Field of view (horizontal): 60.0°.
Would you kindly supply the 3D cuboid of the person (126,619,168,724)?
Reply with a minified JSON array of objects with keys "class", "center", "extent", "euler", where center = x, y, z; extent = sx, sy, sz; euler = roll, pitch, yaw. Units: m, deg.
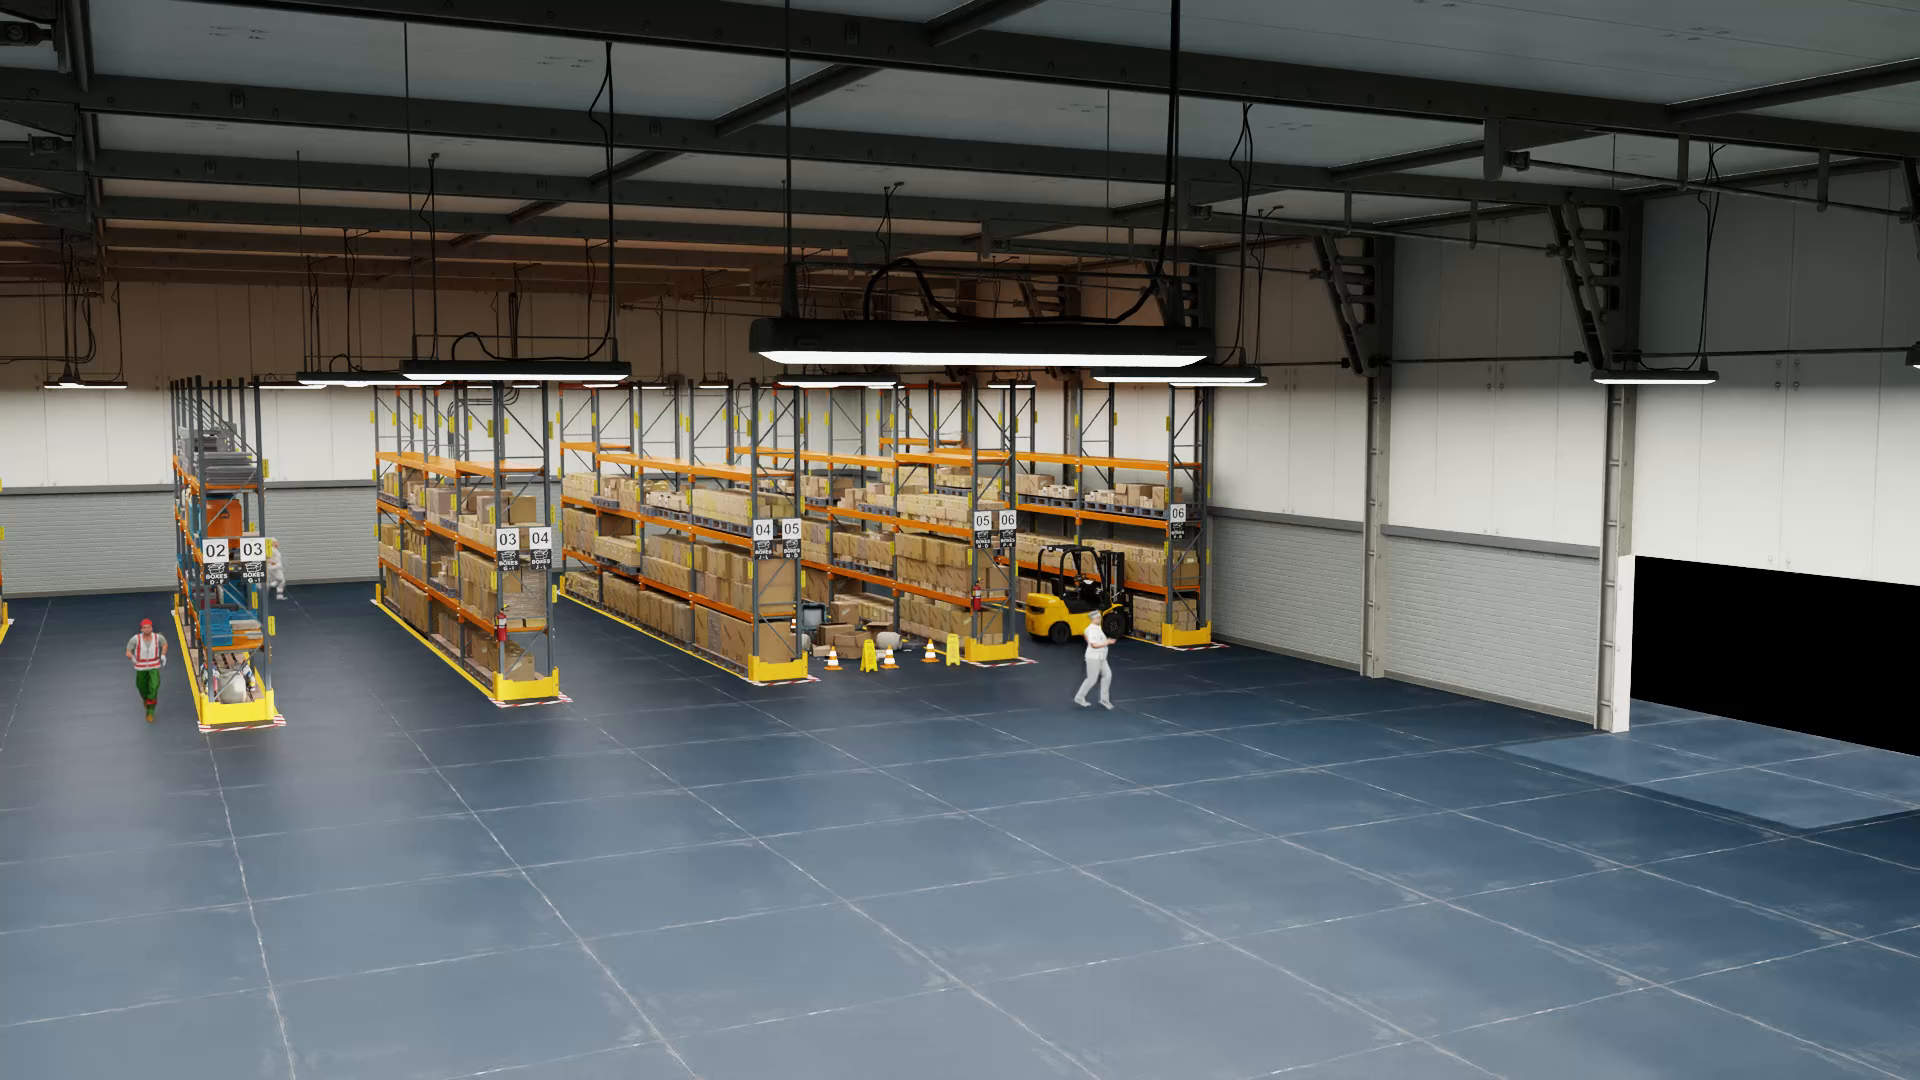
[{"class":"person","center":[-14.226,2.259,29.127],"extent":[0.664,1.776,1.021],"euler":[-3,6,-27]}]

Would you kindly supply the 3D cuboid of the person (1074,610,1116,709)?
[{"class":"person","center":[2.448,2.166,30.032],"extent":[0.763,1.840,0.642],"euler":[2,5,16]}]

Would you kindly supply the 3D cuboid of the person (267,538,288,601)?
[{"class":"person","center":[-18.821,0.800,45.617],"extent":[0.665,1.740,0.657],"euler":[-1,5,-15]}]
